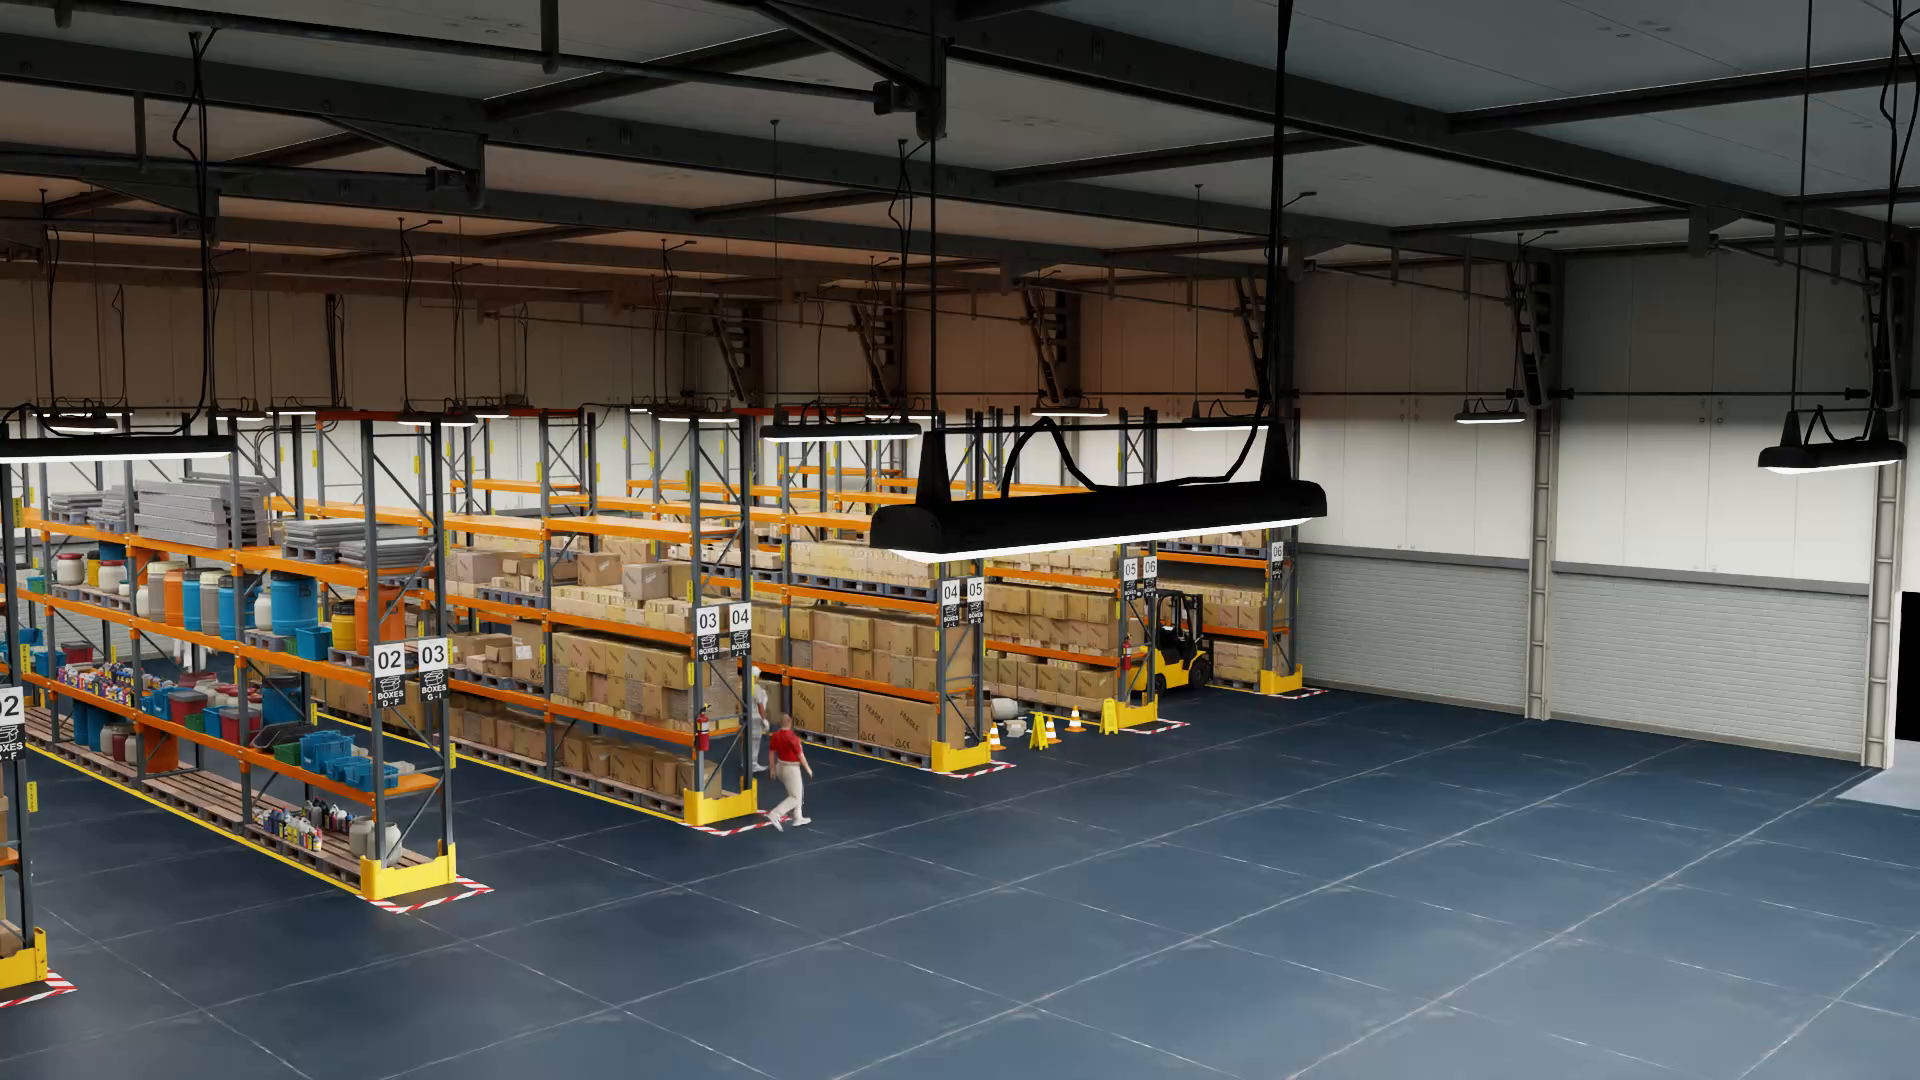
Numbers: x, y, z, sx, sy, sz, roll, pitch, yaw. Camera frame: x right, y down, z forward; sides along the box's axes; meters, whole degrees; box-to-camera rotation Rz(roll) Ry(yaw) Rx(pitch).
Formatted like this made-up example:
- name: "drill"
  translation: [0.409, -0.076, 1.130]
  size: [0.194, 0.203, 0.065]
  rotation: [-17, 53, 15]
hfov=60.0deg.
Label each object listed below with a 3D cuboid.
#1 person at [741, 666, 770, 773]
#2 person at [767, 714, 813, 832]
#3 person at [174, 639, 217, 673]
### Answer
- name: "person"
  translation: [-3.428, 3.000, 27.828]
  size: [0.426, 1.821, 0.618]
  rotation: [-2, 5, -18]
- name: "person"
  translation: [-2.529, 3.345, 24.111]
  size: [0.870, 1.671, 0.601]
  rotation: [-4, 7, -40]
- name: "person"
  translation: [-15.814, 2.466, 34.328]
  size: [0.754, 1.814, 0.935]
  rotation: [-5, 7, -42]
